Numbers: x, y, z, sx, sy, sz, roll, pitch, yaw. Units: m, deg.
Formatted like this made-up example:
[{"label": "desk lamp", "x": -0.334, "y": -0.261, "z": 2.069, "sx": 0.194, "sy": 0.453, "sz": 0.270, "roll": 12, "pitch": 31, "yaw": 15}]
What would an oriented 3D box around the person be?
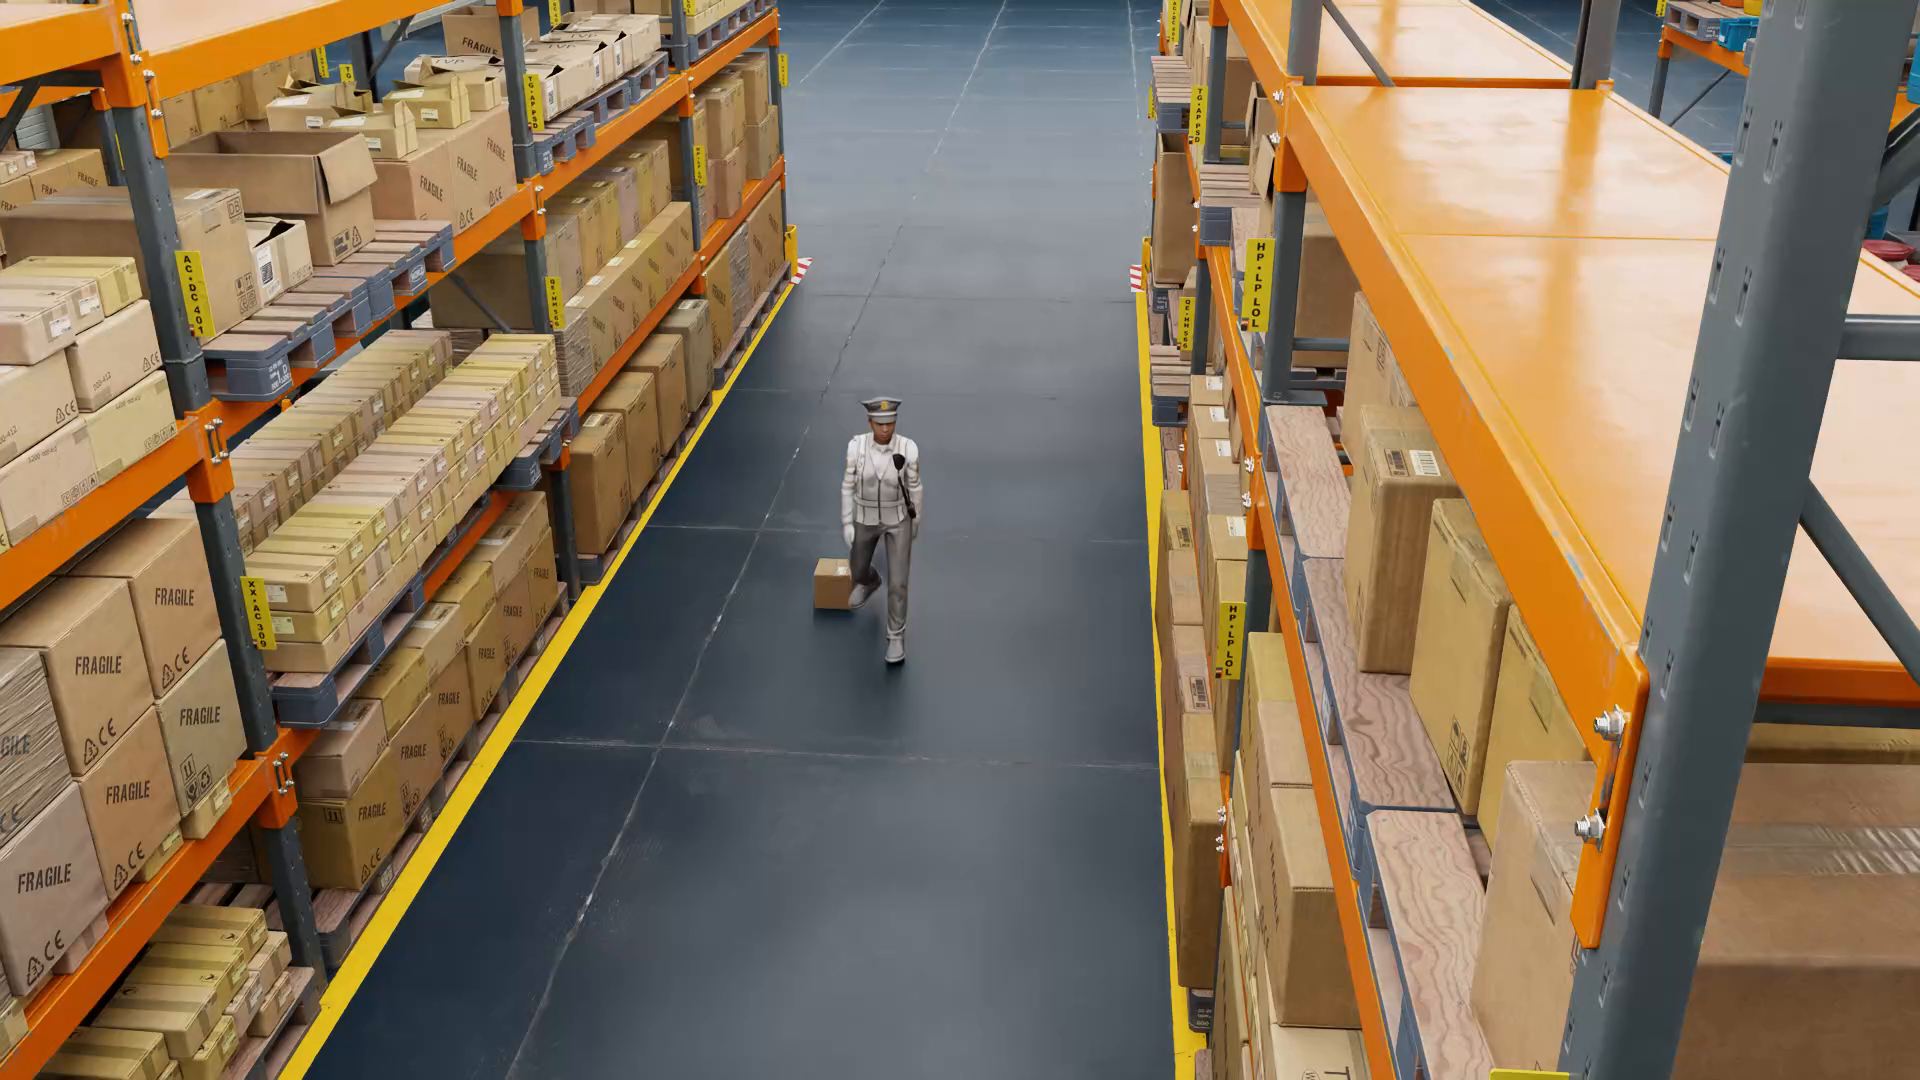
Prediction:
[{"label": "person", "x": -0.486, "y": -0.151, "z": 10.256, "sx": 0.527, "sy": 1.666, "sz": 0.784, "roll": 2, "pitch": 25, "yaw": 4}]
